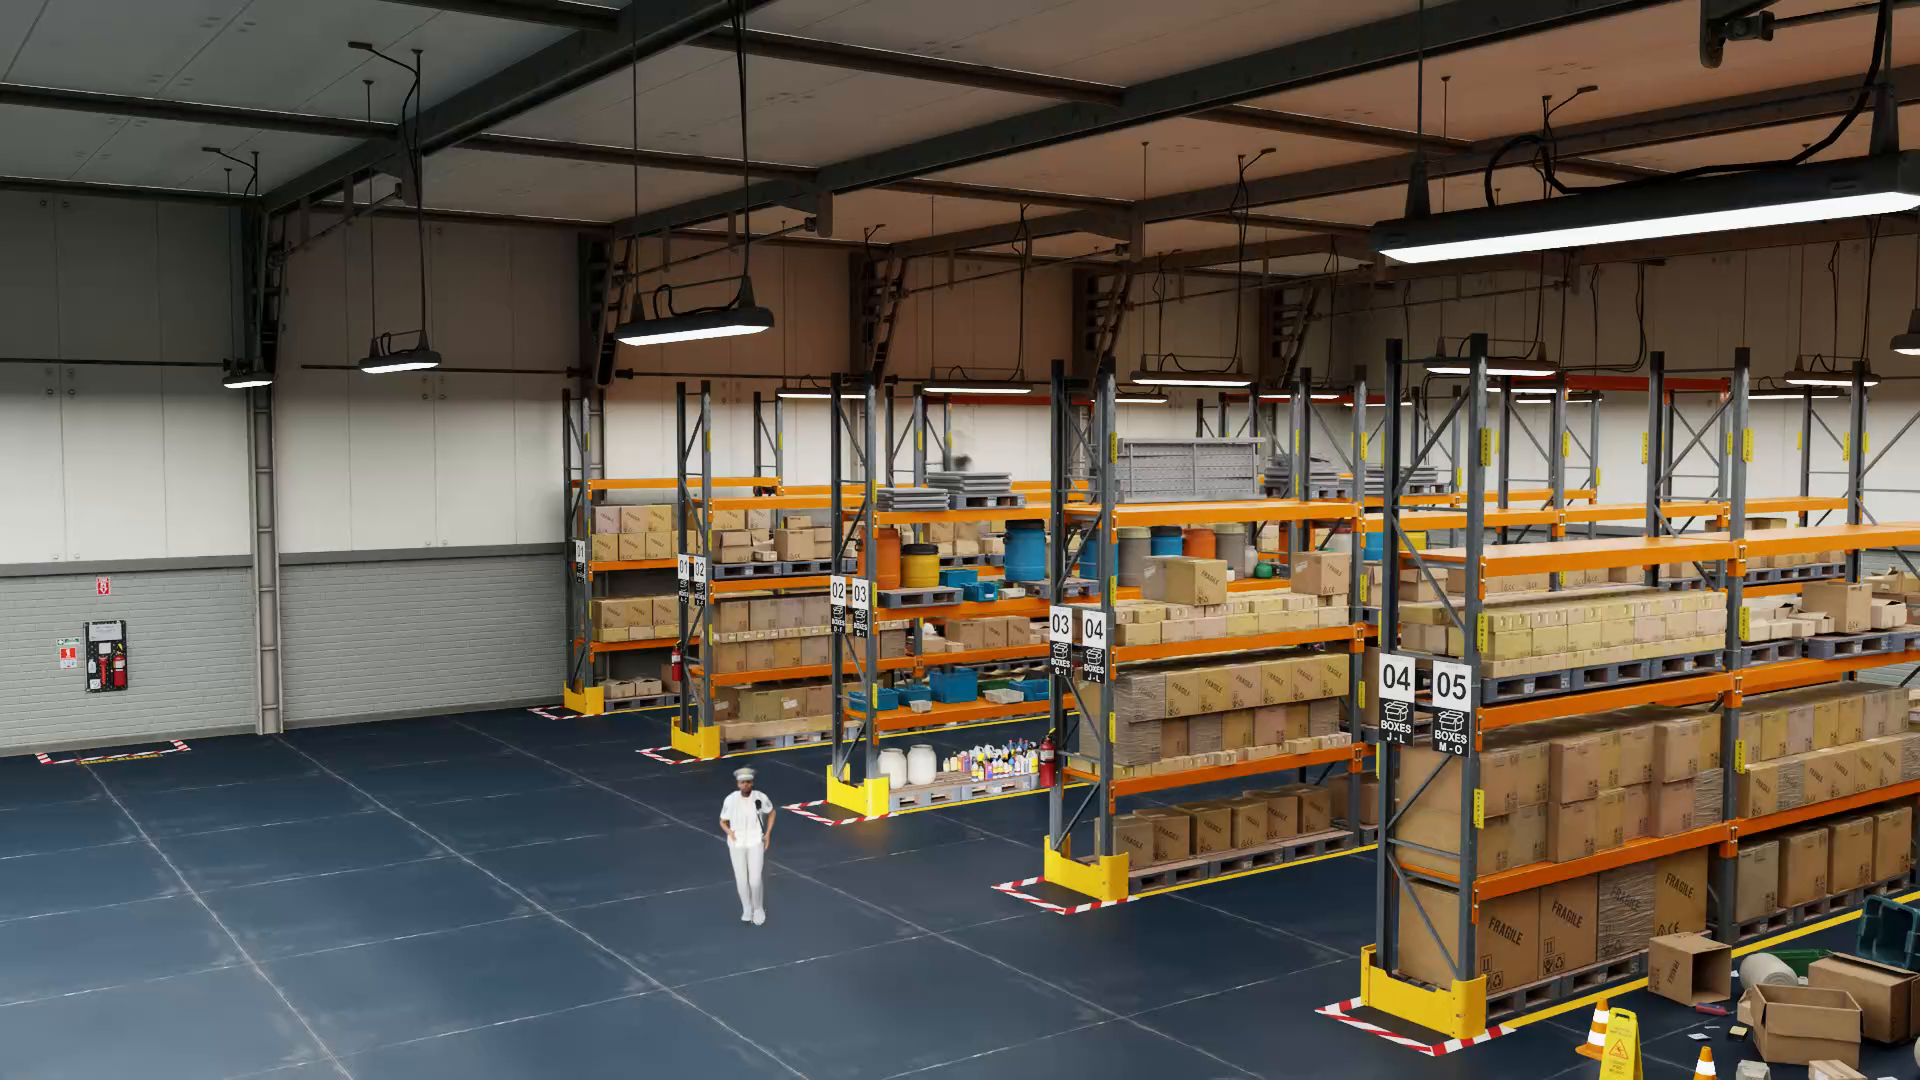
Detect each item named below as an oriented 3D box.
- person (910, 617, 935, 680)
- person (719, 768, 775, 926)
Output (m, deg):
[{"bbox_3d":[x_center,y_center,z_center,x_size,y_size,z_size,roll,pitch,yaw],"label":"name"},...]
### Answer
[{"bbox_3d":[-0.683,2.224,32.065,0.848,1.807,0.685,-3,5,-40],"label":"person"},{"bbox_3d":[-2.235,3.211,17.416,0.572,1.685,0.639,0,4,-2],"label":"person"}]
